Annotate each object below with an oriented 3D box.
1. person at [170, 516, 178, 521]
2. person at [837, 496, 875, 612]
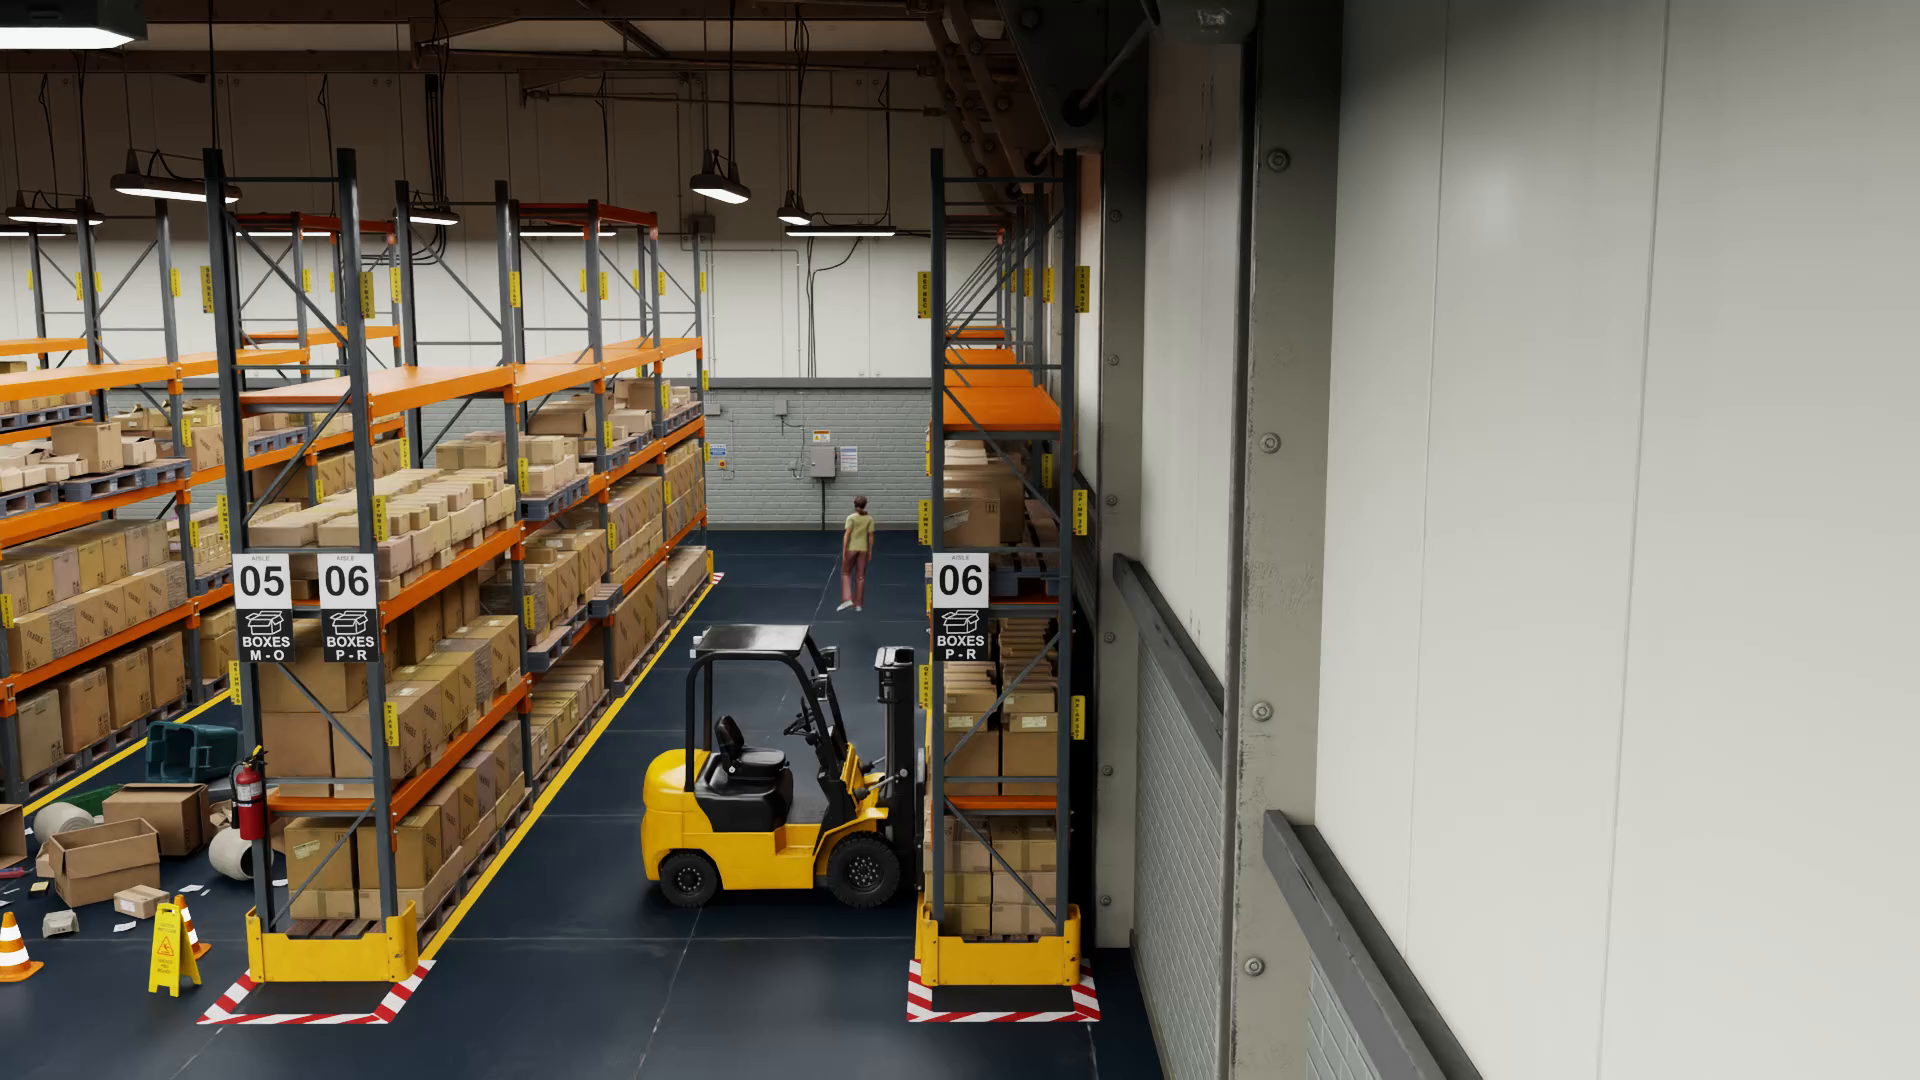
[{"bbox_3d":[-12.274,0.303,26.179,0.433,1.380,0.384,-3,10,-17],"label":"person"},{"bbox_3d":[-1.509,0.204,24.093,0.564,1.701,0.349,-2,9,-14],"label":"person"}]
